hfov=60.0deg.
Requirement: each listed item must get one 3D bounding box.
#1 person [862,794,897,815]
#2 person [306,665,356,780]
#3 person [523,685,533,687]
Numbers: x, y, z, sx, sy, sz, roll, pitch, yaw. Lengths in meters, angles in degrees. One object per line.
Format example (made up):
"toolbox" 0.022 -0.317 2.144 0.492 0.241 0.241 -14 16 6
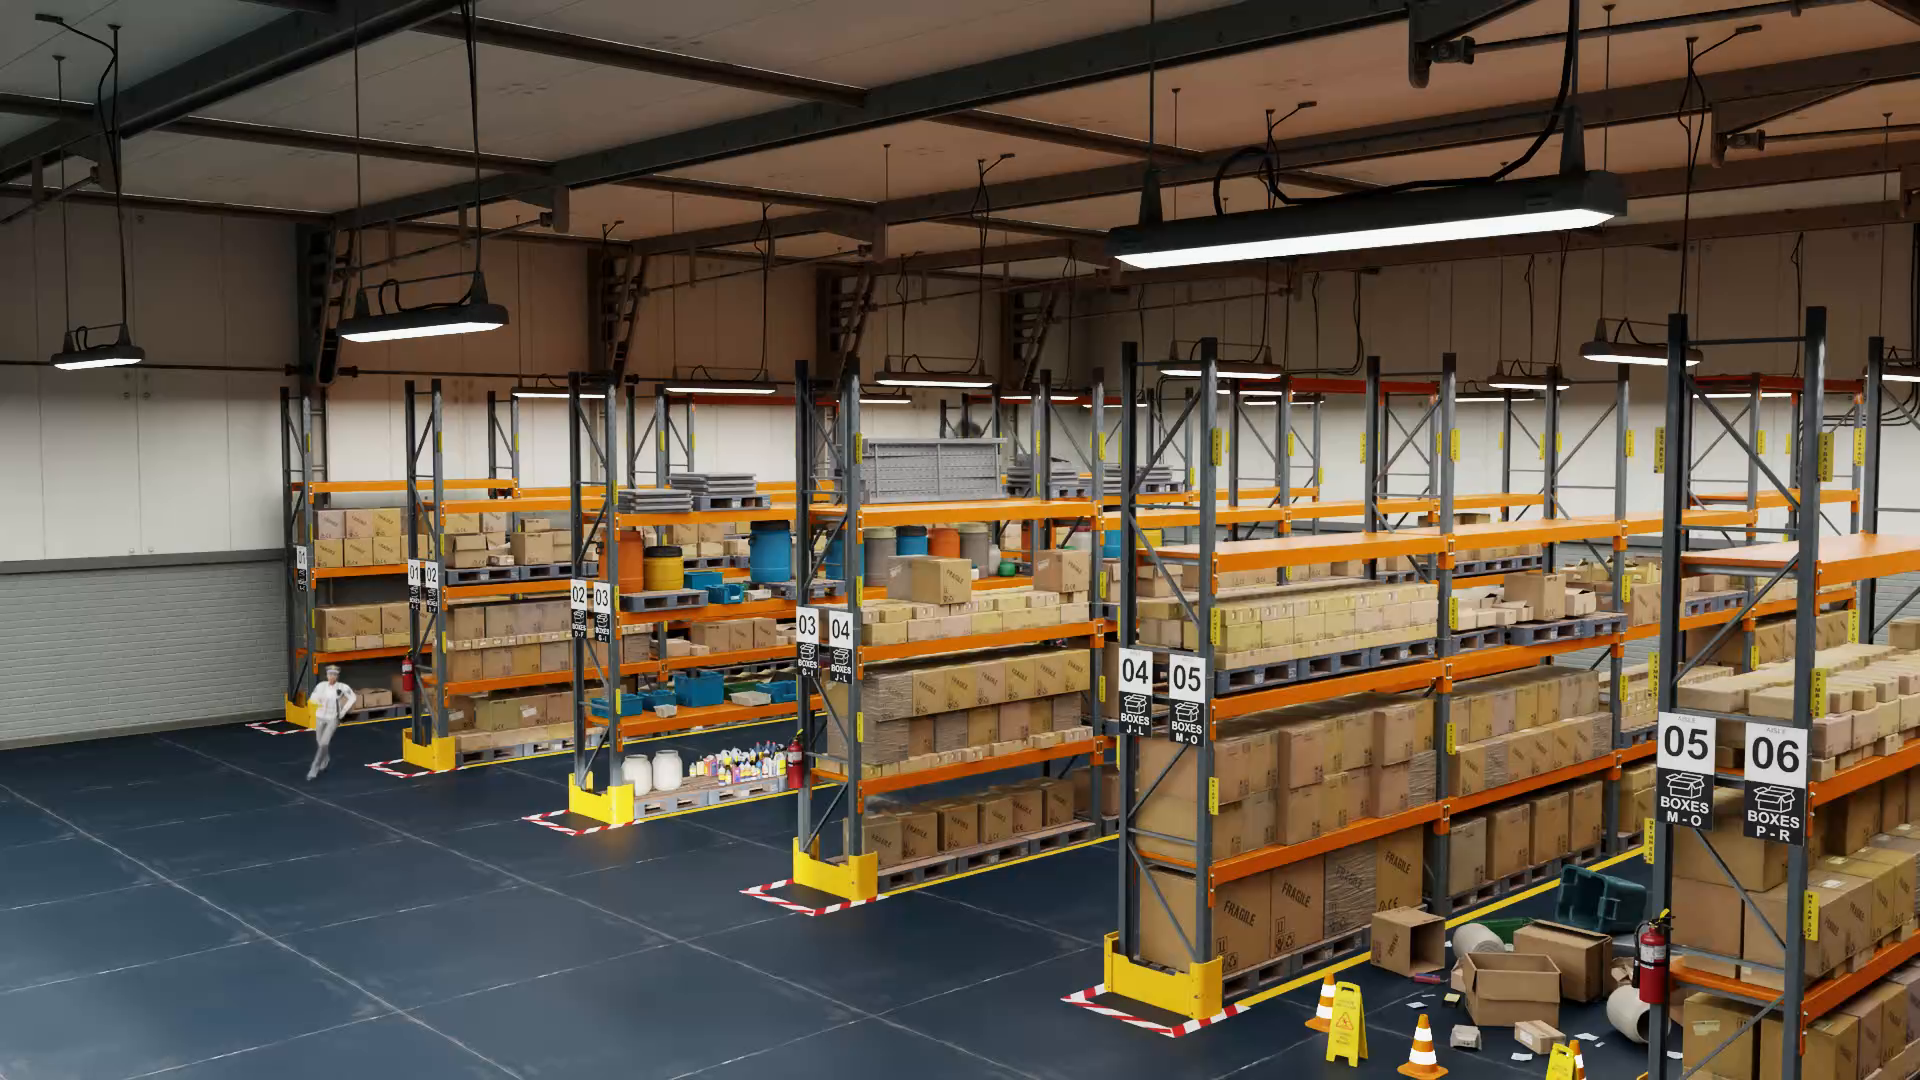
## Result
"person" -1.107 2.982 21.388 0.580 1.666 0.652 -3 5 -43
"person" -9.521 2.721 25.173 0.628 1.695 0.794 0 4 2
"person" -7.607 2.489 29.456 0.547 1.650 0.997 3 5 37
